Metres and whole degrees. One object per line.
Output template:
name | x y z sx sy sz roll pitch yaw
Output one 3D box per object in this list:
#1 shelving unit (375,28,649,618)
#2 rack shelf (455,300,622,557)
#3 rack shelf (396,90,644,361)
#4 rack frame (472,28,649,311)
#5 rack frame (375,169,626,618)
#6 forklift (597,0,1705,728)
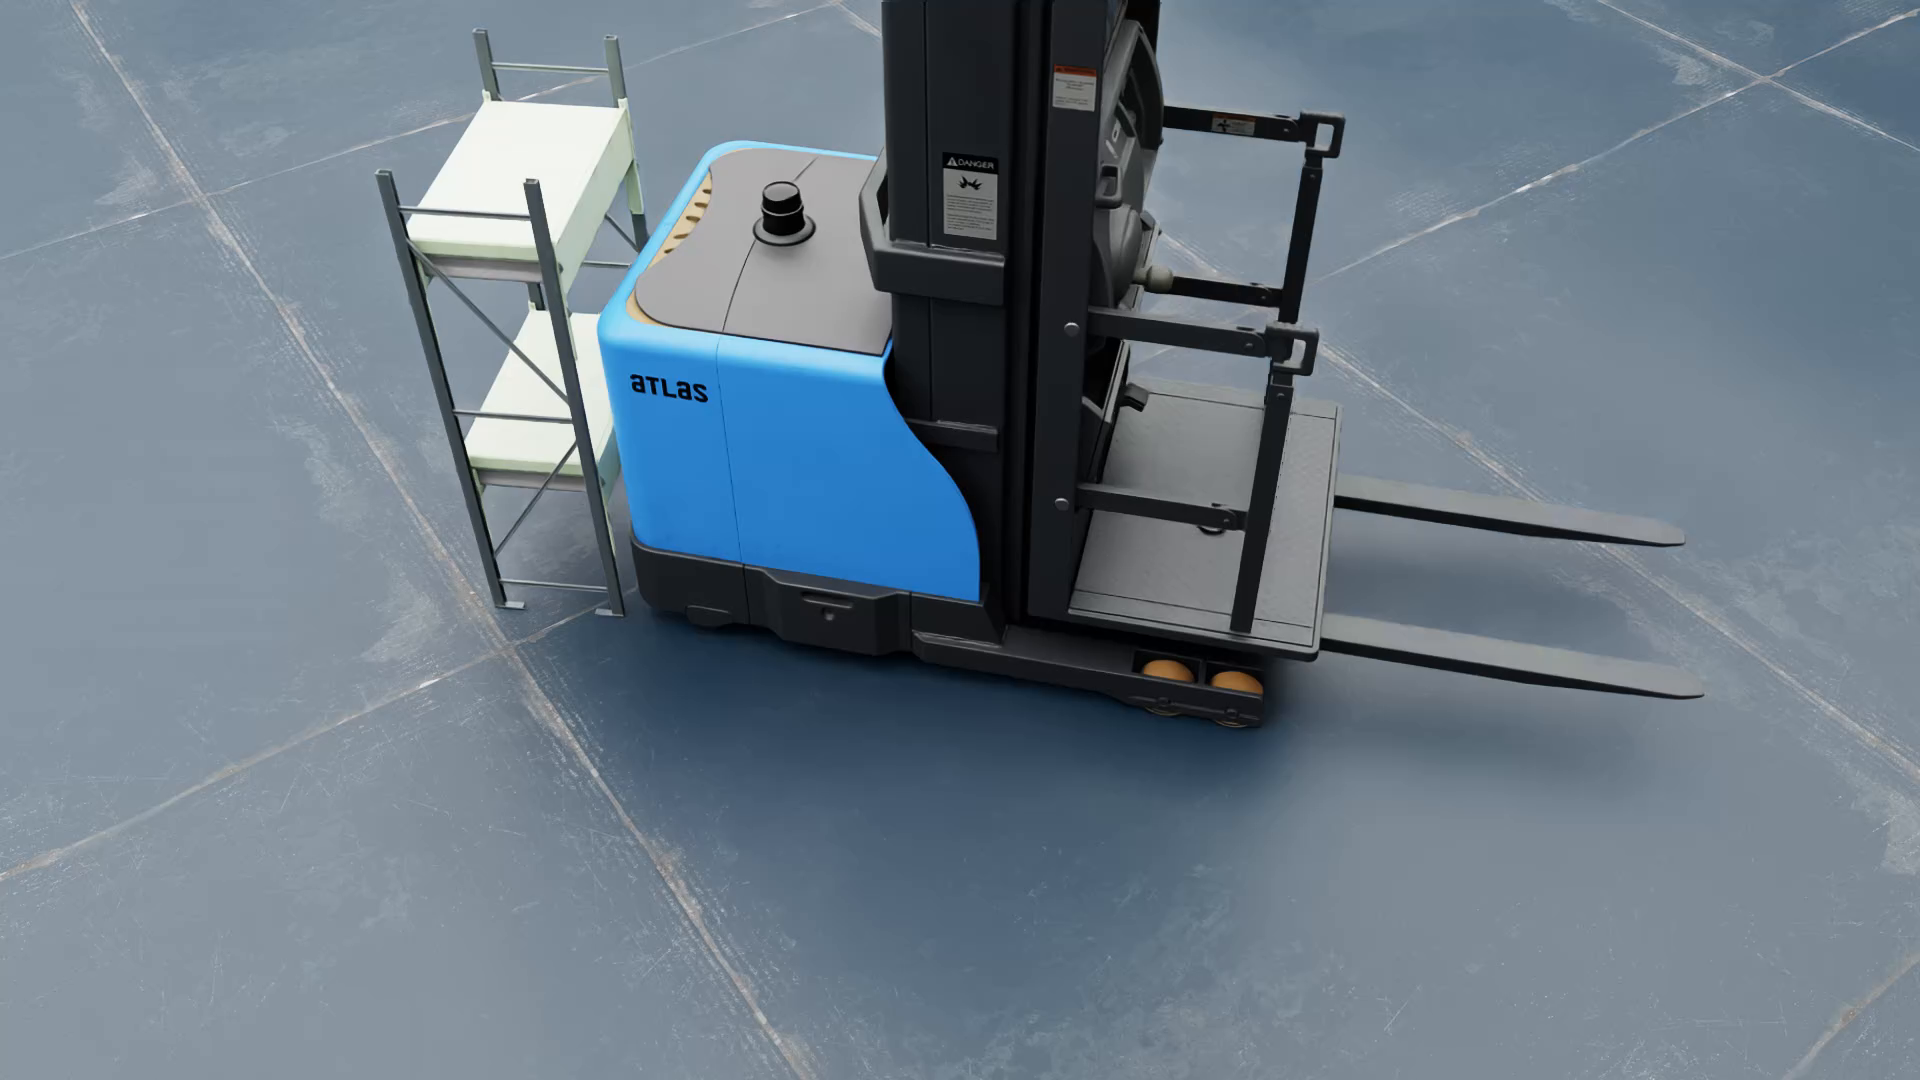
shelving unit | -1.169 -0.582 4.773 0.431 1.500 0.755 4 44 5
rack shelf | -1.169 -0.346 4.998 0.431 0.370 0.720 4 44 5
rack shelf | -1.168 -0.864 4.504 0.431 0.370 0.720 4 44 5
rack frame | -1.128 -0.833 5.036 0.400 1.500 0.023 4 44 5
rack frame | -1.209 -0.331 4.510 0.400 1.500 0.023 4 44 5
forklift | 0.609 -0.936 4.108 3.031 2.935 1.130 9 44 9
